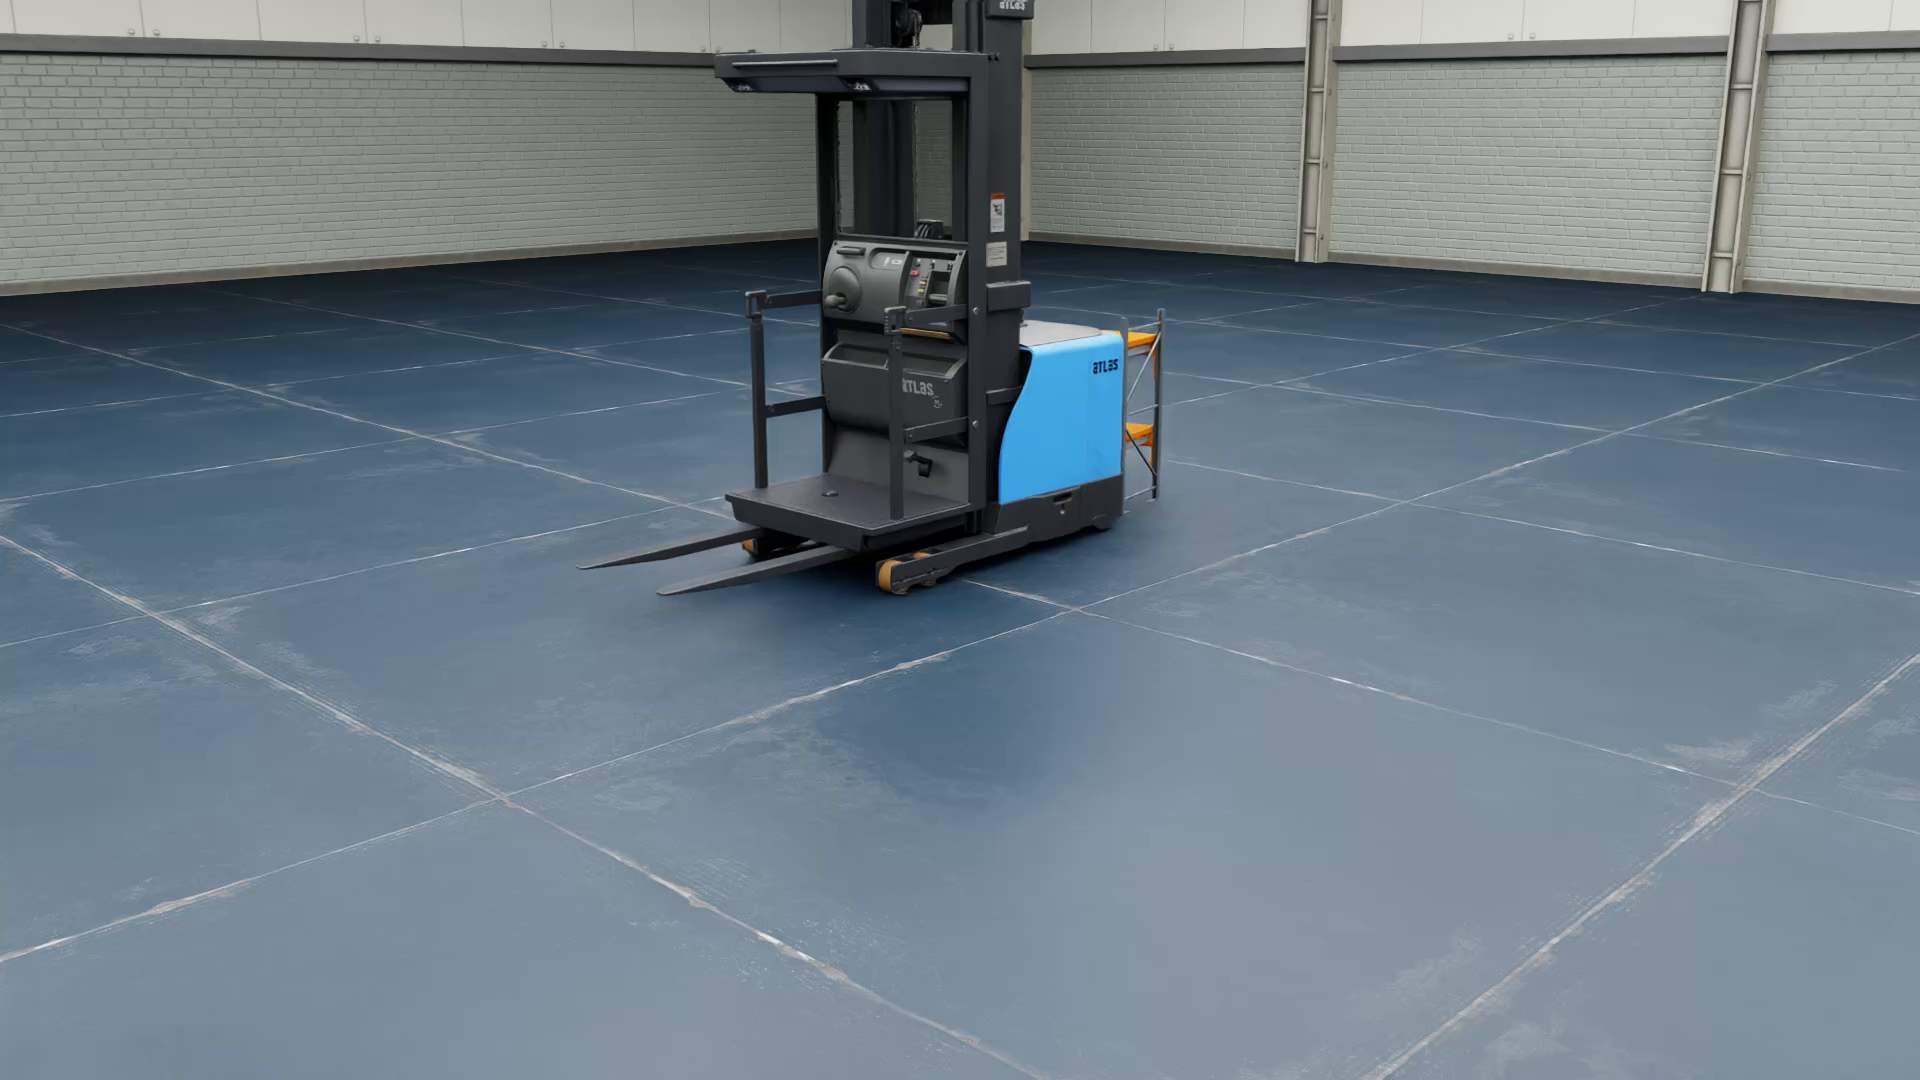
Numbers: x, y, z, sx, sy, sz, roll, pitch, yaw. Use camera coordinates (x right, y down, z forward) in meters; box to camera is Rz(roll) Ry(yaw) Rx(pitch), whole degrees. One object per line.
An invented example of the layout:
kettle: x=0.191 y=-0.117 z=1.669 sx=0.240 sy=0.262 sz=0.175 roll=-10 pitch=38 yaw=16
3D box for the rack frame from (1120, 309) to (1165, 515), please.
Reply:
rack frame: x=1.035 y=-0.736 z=9.525 sx=0.032 sy=1.125 sz=0.500 roll=9 pitch=17 yaw=32

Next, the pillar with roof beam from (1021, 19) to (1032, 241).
pillar with roof beam: x=-2.018 y=-8.813 z=24.909 sx=0.400 sy=9.000 sz=9.100 roll=14 pitch=20 yaw=42

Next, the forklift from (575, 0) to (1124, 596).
forklift: x=-0.478 y=-1.303 z=8.120 sx=1.130 sy=2.935 sz=3.031 roll=13 pitch=20 yaw=42

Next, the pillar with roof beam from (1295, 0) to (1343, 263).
pillar with roof beam: x=2.302 y=-7.763 z=20.879 sx=0.400 sy=9.000 sz=9.100 roll=14 pitch=20 yaw=42

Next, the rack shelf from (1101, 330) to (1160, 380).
rack shelf: x=0.610 y=-1.089 z=9.720 sx=1.000 sy=0.278 sz=0.538 roll=9 pitch=17 yaw=32

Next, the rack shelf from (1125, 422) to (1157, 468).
rack shelf: x=0.610 y=-0.569 z=9.856 sx=1.000 sy=0.278 sz=0.538 roll=9 pitch=17 yaw=32

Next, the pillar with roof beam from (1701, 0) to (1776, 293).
pillar with roof beam: x=6.621 y=-6.713 z=16.849 sx=0.400 sy=9.000 sz=9.100 roll=14 pitch=20 yaw=42

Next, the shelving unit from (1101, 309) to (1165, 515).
shelving unit: x=0.610 y=-0.806 z=9.794 sx=1.048 sy=1.125 sz=0.538 roll=9 pitch=17 yaw=32
